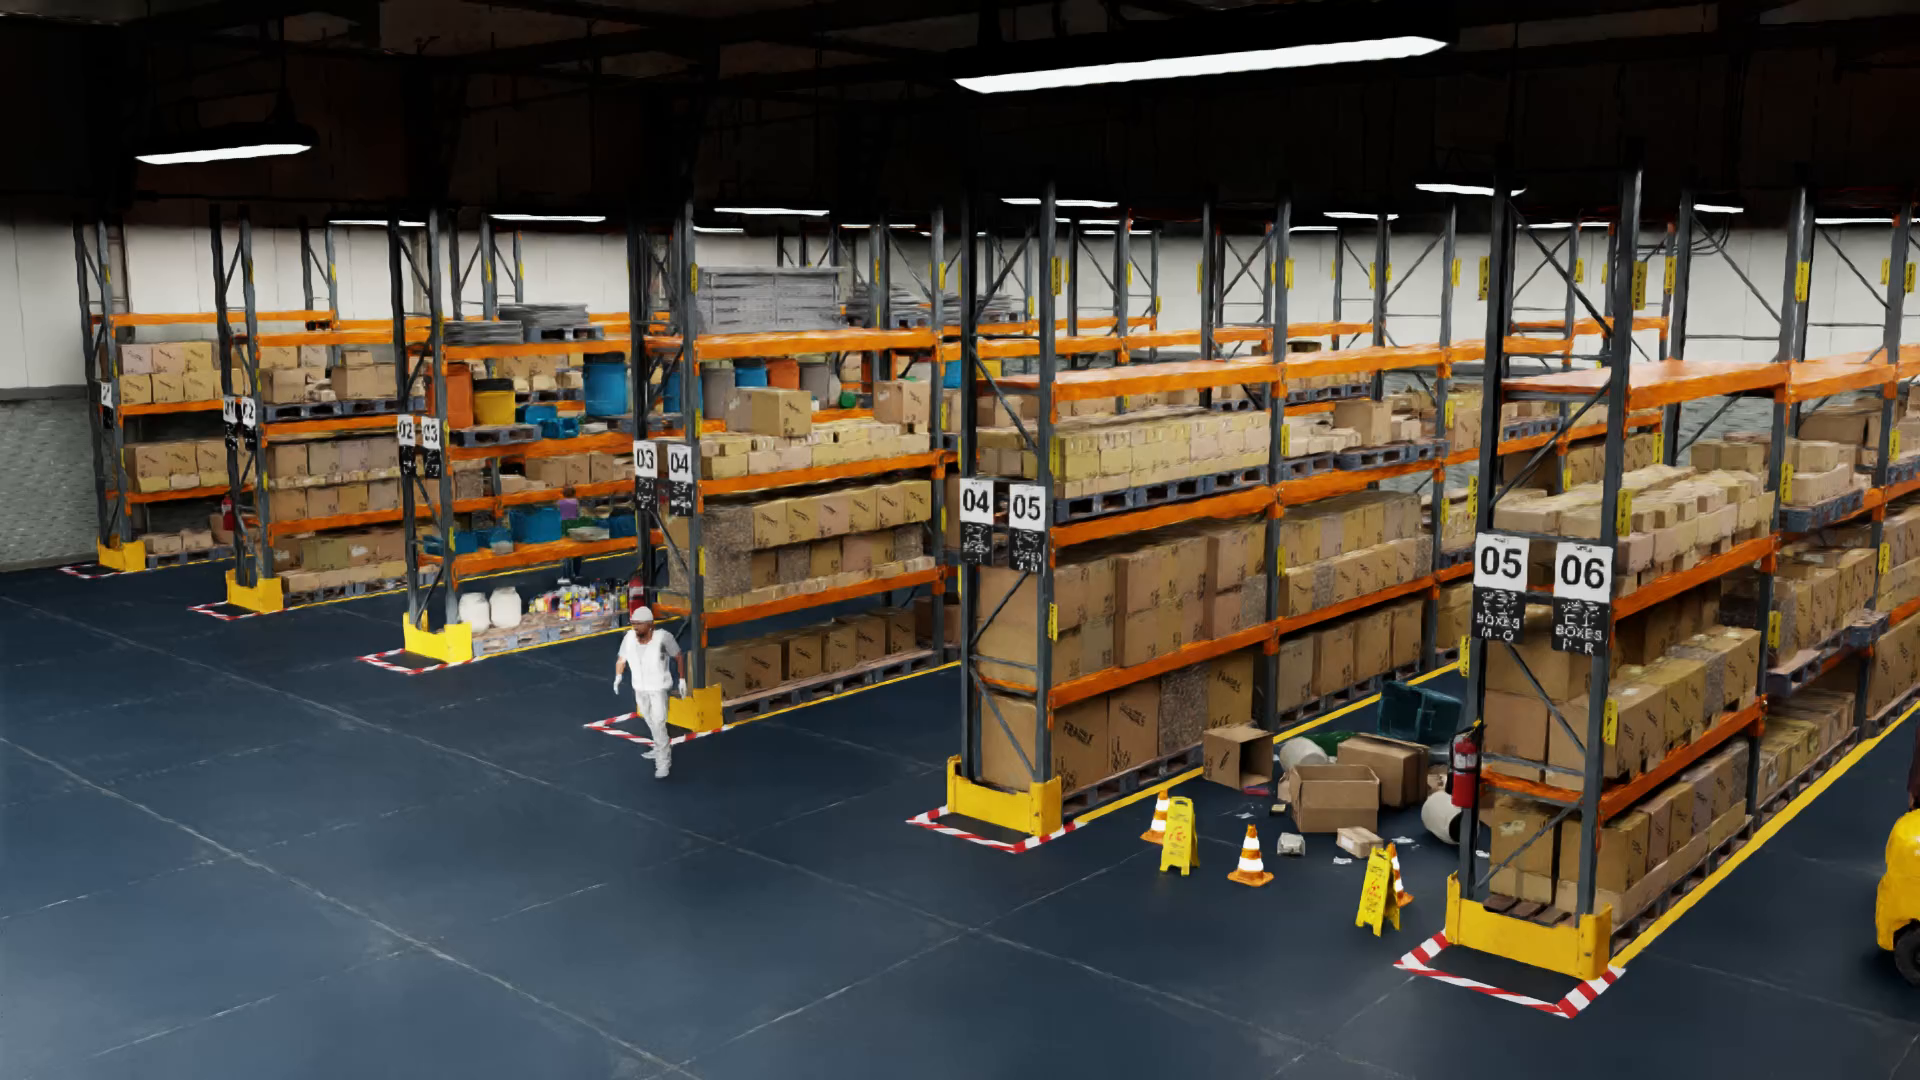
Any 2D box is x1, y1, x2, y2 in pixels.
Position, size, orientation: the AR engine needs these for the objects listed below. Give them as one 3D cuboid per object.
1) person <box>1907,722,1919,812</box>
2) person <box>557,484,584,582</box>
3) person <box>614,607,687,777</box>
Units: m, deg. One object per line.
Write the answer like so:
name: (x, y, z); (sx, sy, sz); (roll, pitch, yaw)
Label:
person: (7.986, 2.025, 13.675); (0.631, 1.782, 0.551); (-3, 10, -19)
person: (-6.345, -0.122, 27.105); (0.522, 1.592, 0.527); (-3, 10, -17)
person: (-3.147, 1.504, 17.040); (0.692, 1.723, 0.846); (4, 10, 24)
